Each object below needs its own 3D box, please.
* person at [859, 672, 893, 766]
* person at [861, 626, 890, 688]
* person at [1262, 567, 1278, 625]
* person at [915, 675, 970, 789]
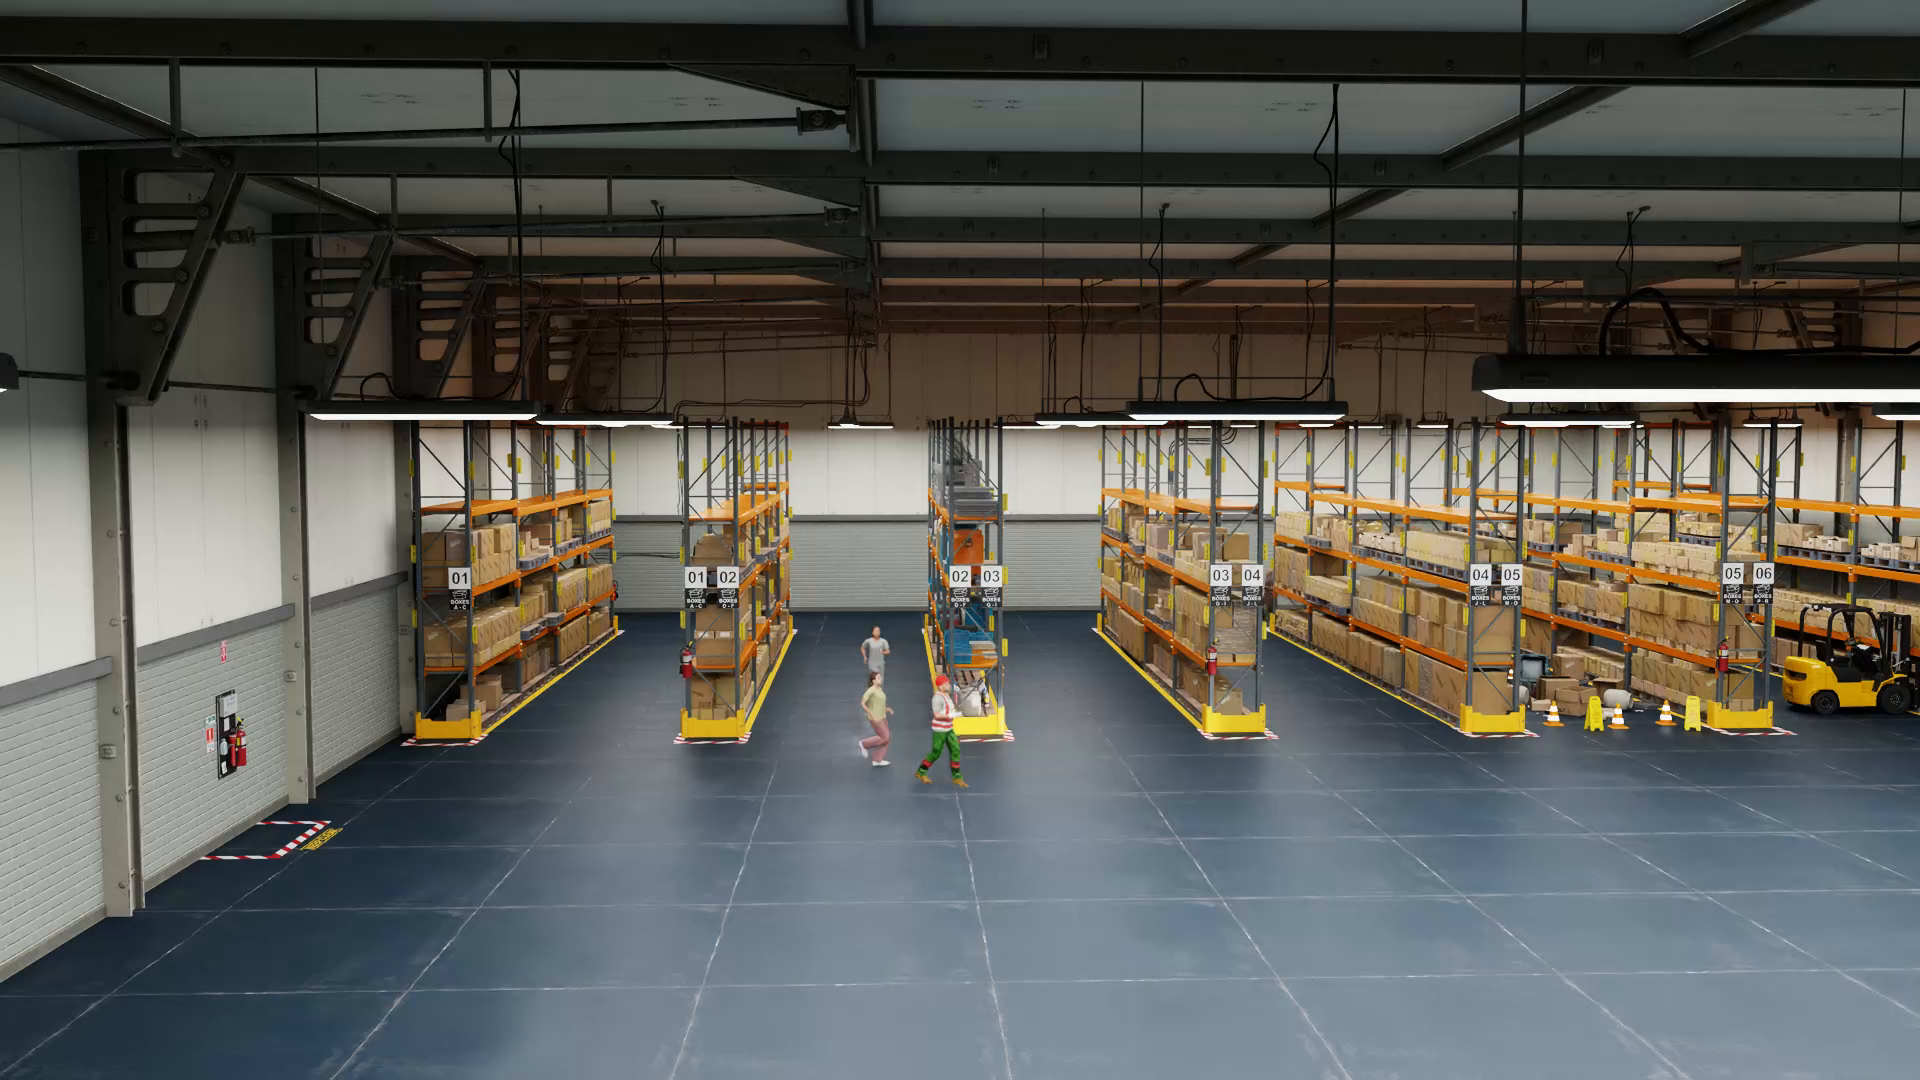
[{"bbox_3d":[-1.432,3.061,28.505,0.558,1.621,0.594,2,4,22],"label":"person"},{"bbox_3d":[-1.744,2.605,34.598,0.564,1.655,0.969,-1,4,-17],"label":"person"},{"bbox_3d":[9.107,1.677,48.860,0.746,1.756,0.759,-1,4,-14],"label":"person"},{"bbox_3d":[-0.298,3.077,26.666,0.893,1.833,0.642,2,4,22],"label":"person"}]
